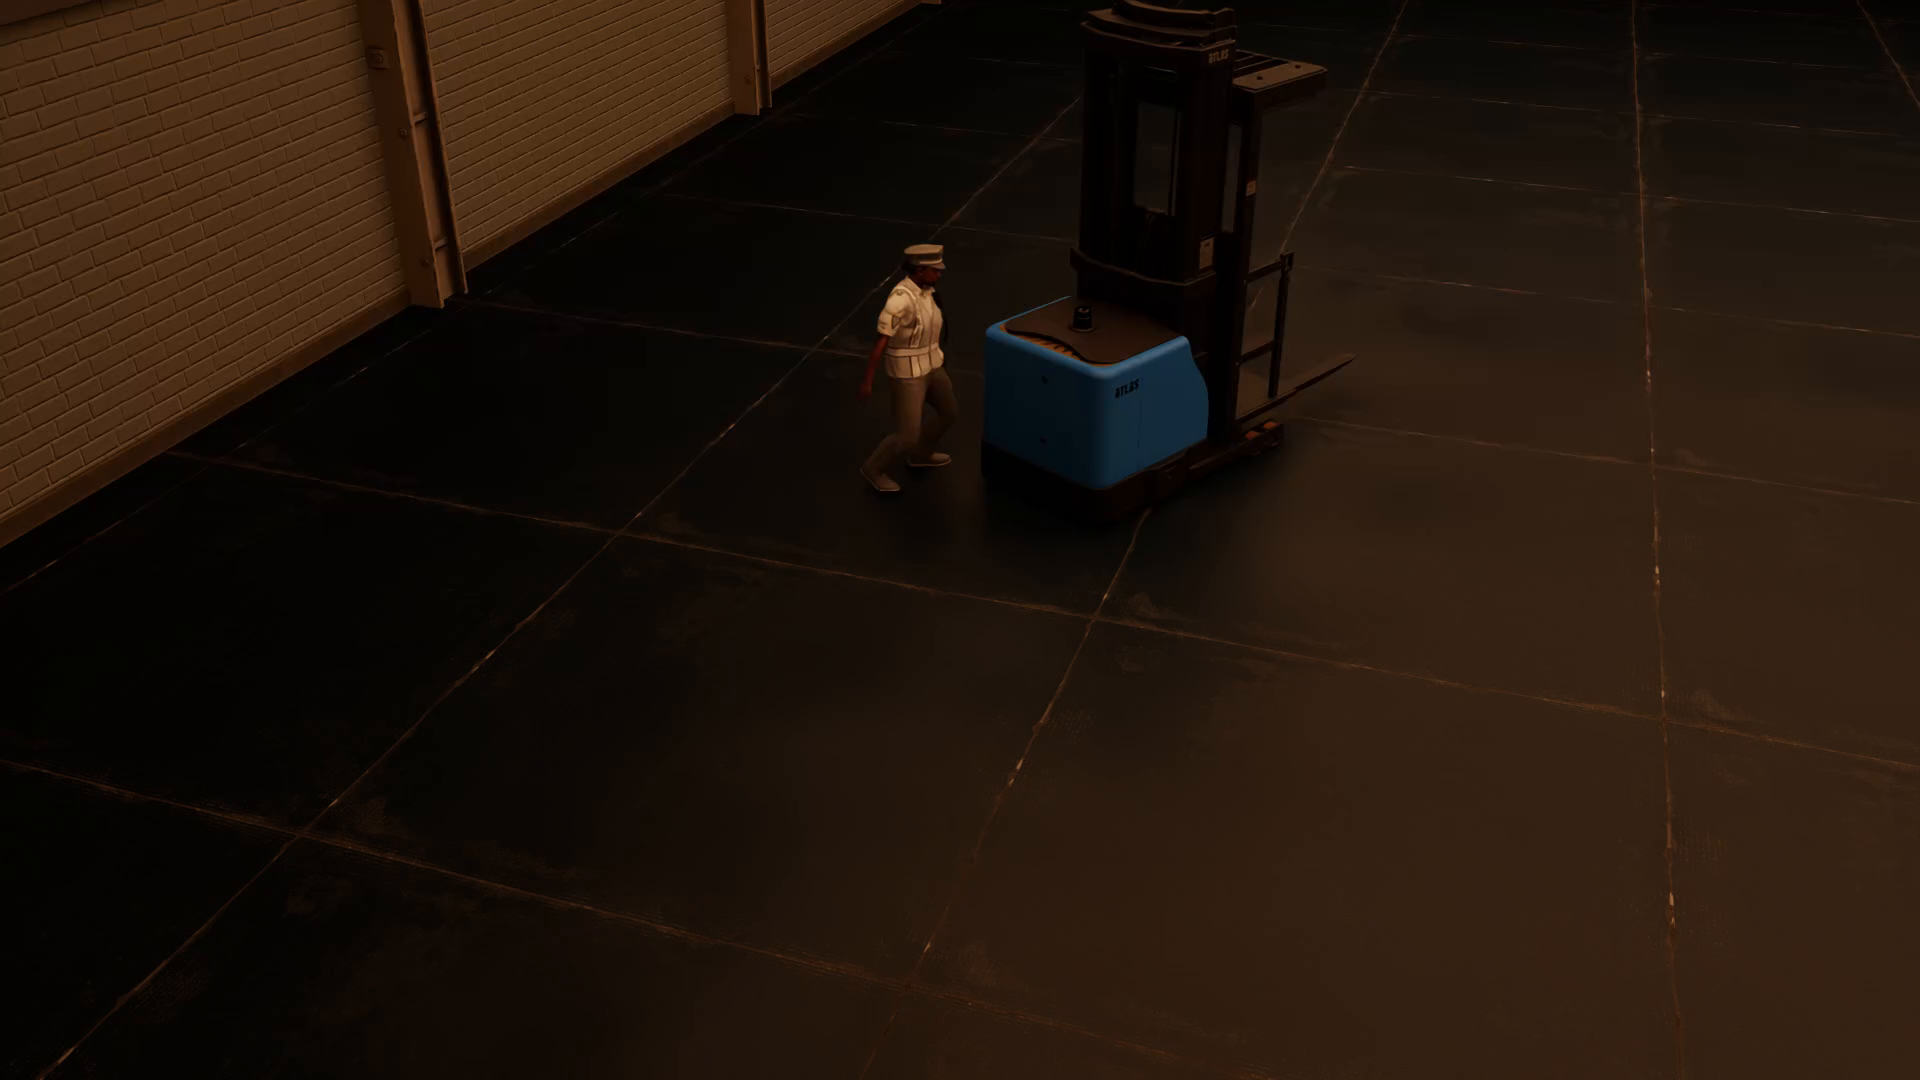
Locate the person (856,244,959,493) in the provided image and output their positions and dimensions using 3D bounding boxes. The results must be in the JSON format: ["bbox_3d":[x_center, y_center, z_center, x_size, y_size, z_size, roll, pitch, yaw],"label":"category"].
[{"bbox_3d":[-0.356,-1.066,10.380,0.466,1.592,0.817,18,34,29],"label":"person"}]

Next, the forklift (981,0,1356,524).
[{"bbox_3d":[1.539,-1.995,10.636,3.031,2.935,1.130,-26,39,-38],"label":"forklift"}]
